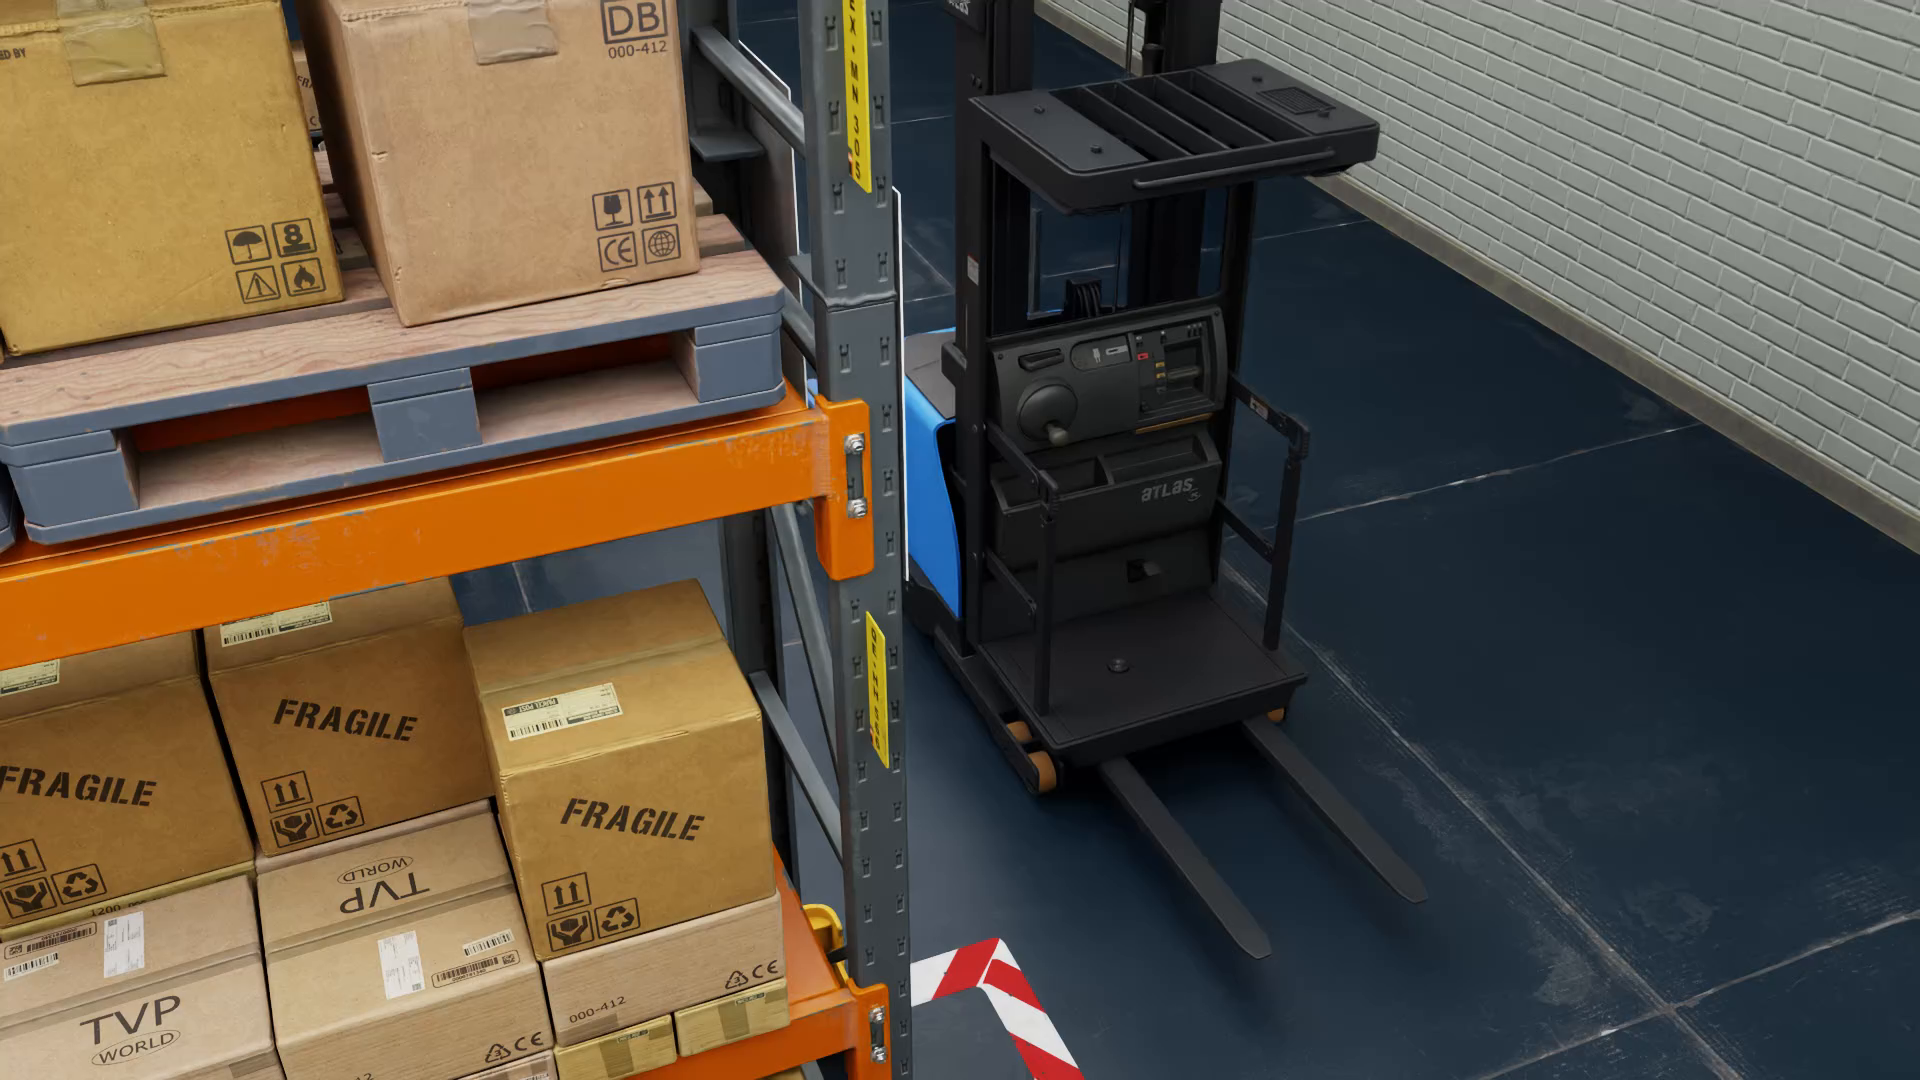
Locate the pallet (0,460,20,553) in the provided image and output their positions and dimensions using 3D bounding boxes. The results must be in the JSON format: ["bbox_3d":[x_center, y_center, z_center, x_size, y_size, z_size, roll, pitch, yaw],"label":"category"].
[{"bbox_3d":[-2.167,-0.194,2.629,1.213,0.211,1.003,-13,35,-19],"label":"pallet"}]

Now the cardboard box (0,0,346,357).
[{"bbox_3d":[-1.385,-0.718,2.784,0.500,0.500,0.700,-14,36,-21],"label":"cardboard box"}]

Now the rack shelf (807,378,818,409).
[{"bbox_3d":[-0.226,-0.651,7.706,1.000,0.185,0.538,-15,36,-21],"label":"rack shelf"}]

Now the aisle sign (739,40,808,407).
[{"bbox_3d":[-0.410,-0.651,3.617,0.004,0.787,0.394,-13,35,-19],"label":"aisle sign"}]

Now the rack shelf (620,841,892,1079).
[{"bbox_3d":[-2.204,1.328,3.618,4.000,0.370,1.077,-13,35,-19],"label":"rack shelf"}]

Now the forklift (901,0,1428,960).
[{"bbox_3d":[0.643,-0.536,5.886,1.130,2.935,3.031,-13,35,-20],"label":"forklift"}]

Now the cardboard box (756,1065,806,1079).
[{"bbox_3d":[-0.919,1.494,4.266,0.875,0.875,0.875,-13,35,-19],"label":"cardboard box"}]

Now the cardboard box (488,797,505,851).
[{"bbox_3d":[-1.051,0.674,4.194,0.250,0.149,0.380,-13,35,-20],"label":"cardboard box"}]

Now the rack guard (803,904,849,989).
[{"bbox_3d":[-0.338,1.647,4.760,0.348,0.500,1.175,-13,35,-19],"label":"rack guard"}]

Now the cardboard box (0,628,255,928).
[{"bbox_3d":[-1.844,0.412,3.544,0.500,0.500,0.500,-14,36,-20],"label":"cardboard box"}]

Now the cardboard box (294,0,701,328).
[{"bbox_3d":[-0.819,-0.776,2.873,0.500,0.500,0.700,-15,36,-22],"label":"cardboard box"}]

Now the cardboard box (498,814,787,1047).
[{"bbox_3d":[-0.704,0.778,3.668,0.500,0.250,0.500,-13,35,-20],"label":"cardboard box"}]

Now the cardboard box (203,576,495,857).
[{"bbox_3d":[-1.368,0.300,3.716,0.500,0.500,0.500,-14,35,-20],"label":"cardboard box"}]

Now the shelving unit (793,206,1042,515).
[{"bbox_3d":[-0.226,-0.802,7.608,1.048,1.500,0.538,-15,36,-21],"label":"shelving unit"}]

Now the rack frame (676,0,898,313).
[{"bbox_3d":[-0.360,-1.910,2.434,0.127,3.000,1.000,-13,35,-19],"label":"rack frame"}]

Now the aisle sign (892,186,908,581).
[{"bbox_3d":[-0.178,-0.349,3.153,0.004,0.787,0.394,-13,35,-19],"label":"aisle sign"}]

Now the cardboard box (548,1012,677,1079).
[{"bbox_3d":[-0.800,1.006,3.683,0.250,0.149,0.380,-13,35,-18],"label":"cardboard box"}]

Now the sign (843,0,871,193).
[{"bbox_3d":[-0.163,-0.715,2.609,0.005,0.325,0.100,-13,35,-19],"label":"sign"}]

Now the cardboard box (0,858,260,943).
[{"bbox_3d":[-1.849,0.726,3.749,0.500,0.250,0.500,-14,36,-21],"label":"cardboard box"}]

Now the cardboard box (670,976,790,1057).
[{"bbox_3d":[-0.561,0.951,3.769,0.250,0.149,0.380,-12,35,-18],"label":"cardboard box"}]

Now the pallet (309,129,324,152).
[{"bbox_3d":[-4.997,-3.024,12.204,1.213,0.211,1.003,-13,35,-19],"label":"pallet"}]

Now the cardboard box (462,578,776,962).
[{"bbox_3d":[-0.708,0.463,3.465,0.500,0.500,0.500,-12,35,-18],"label":"cardboard box"}]

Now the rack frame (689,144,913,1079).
[{"bbox_3d":[-0.360,0.605,4.070,0.127,3.000,1.000,-13,35,-19],"label":"rack frame"}]

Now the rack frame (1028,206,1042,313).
[{"bbox_3d":[0.231,-0.923,7.794,0.032,1.500,0.500,-15,36,-21],"label":"rack frame"}]

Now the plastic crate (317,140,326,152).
[{"bbox_3d":[-2.961,-1.888,8.088,0.298,0.136,0.250,-13,35,-19],"label":"plastic crate"}]

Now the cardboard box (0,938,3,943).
[{"bbox_3d":[-2.328,0.838,3.576,0.500,0.250,0.500,-14,35,-20],"label":"cardboard box"}]

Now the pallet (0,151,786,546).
[{"bbox_3d":[-1.040,-0.454,3.028,1.213,0.211,1.003,-13,35,-19],"label":"pallet"}]

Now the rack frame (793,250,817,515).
[{"bbox_3d":[-0.683,-0.681,7.421,0.032,1.500,0.500,-15,36,-21],"label":"rack frame"}]

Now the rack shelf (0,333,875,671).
[{"bbox_3d":[-2.204,0.071,2.800,4.000,0.370,1.077,-13,35,-19],"label":"rack shelf"}]

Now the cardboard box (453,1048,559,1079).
[{"bbox_3d":[-1.033,1.059,3.602,0.250,0.149,0.380,-13,35,-19],"label":"cardboard box"}]

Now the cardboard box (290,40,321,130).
[{"bbox_3d":[-4.598,-3.276,11.923,0.500,0.500,0.500,-13,35,-19],"label":"cardboard box"}]

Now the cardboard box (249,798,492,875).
[{"bbox_3d":[-1.384,0.621,3.909,0.500,0.250,0.500,-13,35,-20],"label":"cardboard box"}]

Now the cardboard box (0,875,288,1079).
[{"bbox_3d":[-1.641,0.993,3.338,0.500,0.250,0.500,-14,36,-21],"label":"cardboard box"}]

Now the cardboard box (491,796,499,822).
[{"bbox_3d":[-0.907,0.508,4.083,0.500,0.250,0.500,-14,36,-20],"label":"cardboard box"}]

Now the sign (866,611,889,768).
[{"bbox_3d":[-0.163,0.296,3.266,0.005,0.325,0.100,-13,35,-19],"label":"sign"}]

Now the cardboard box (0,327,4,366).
[{"bbox_3d":[-1.843,-0.584,2.579,0.500,0.500,0.700,-15,36,-22],"label":"cardboard box"}]

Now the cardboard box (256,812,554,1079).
[{"bbox_3d":[-1.172,0.885,3.504,0.500,0.250,0.500,-14,35,-20],"label":"cardboard box"}]
